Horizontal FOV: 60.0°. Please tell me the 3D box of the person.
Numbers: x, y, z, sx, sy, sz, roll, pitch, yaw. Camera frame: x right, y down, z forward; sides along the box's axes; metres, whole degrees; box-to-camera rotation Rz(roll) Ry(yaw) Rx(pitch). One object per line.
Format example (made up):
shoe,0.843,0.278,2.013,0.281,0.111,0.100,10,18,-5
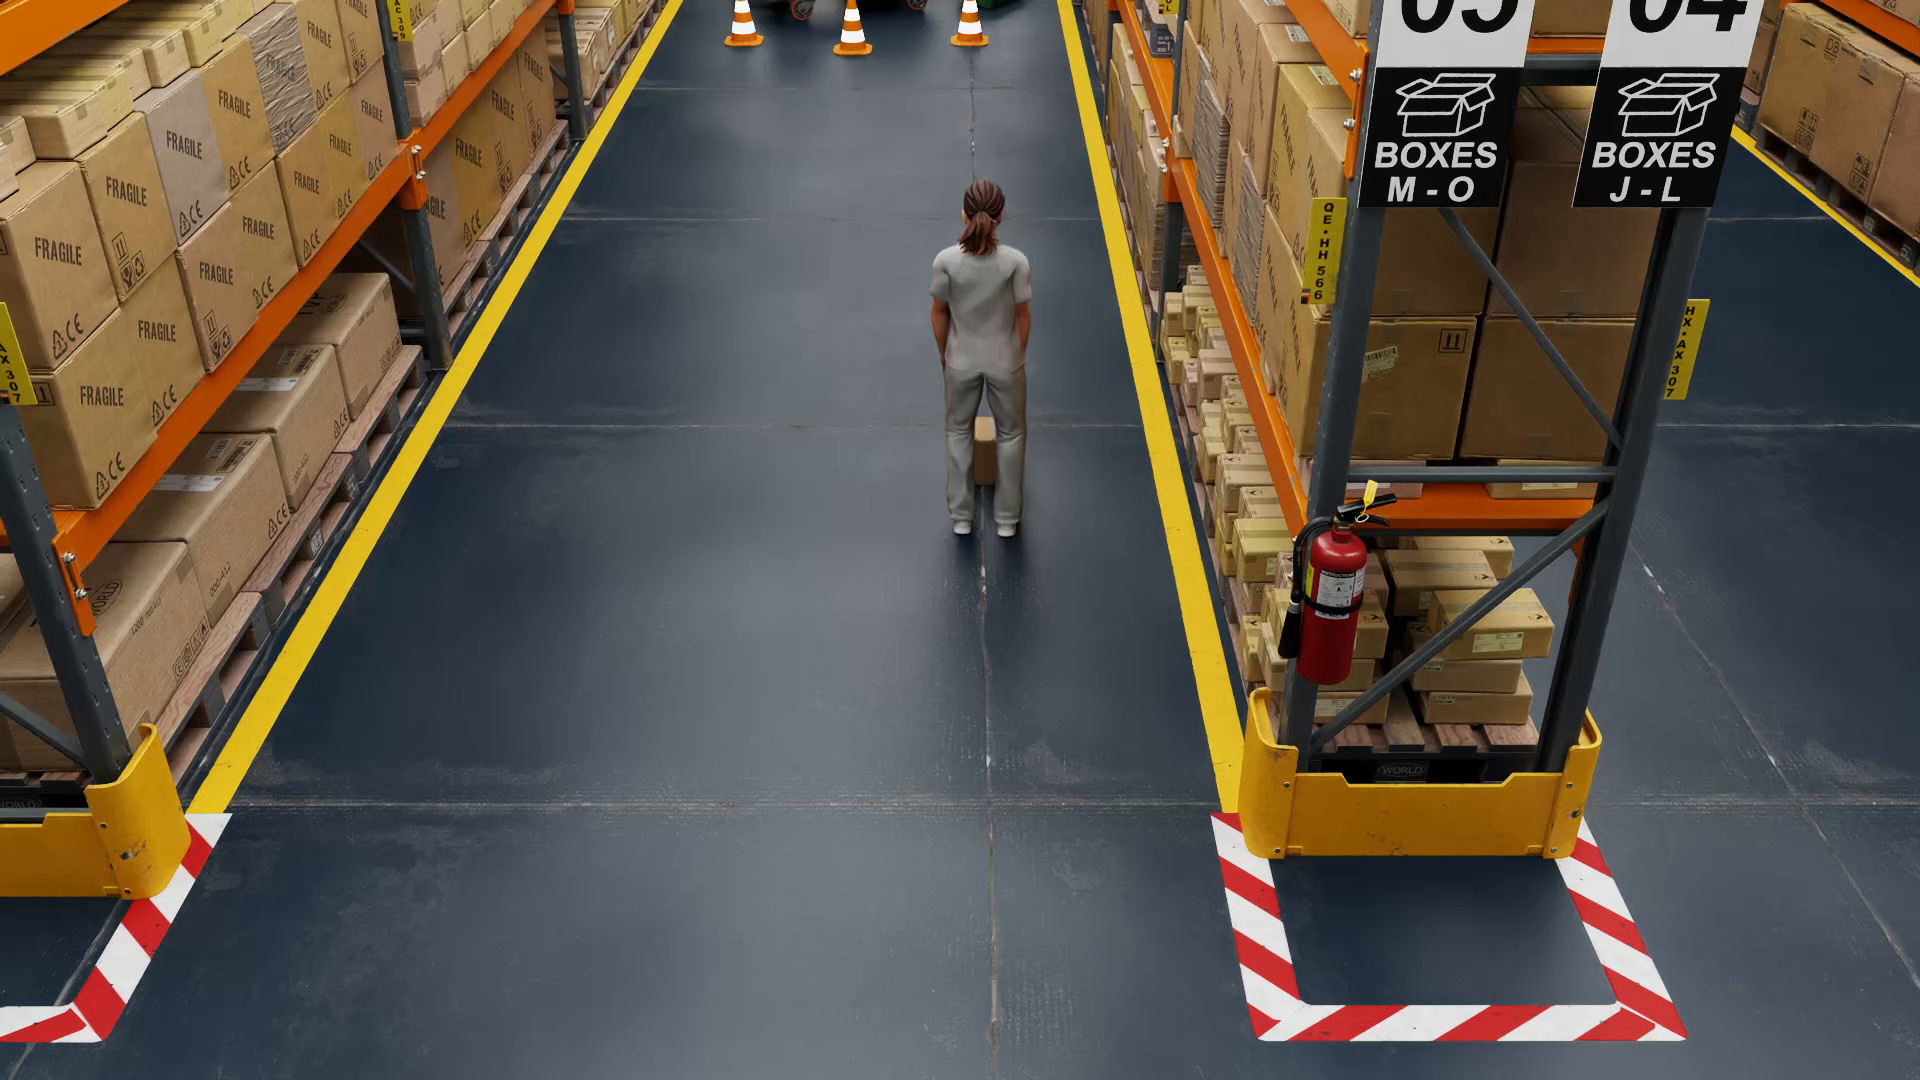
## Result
person,0.093,-0.786,7.436,0.451,1.657,0.350,4,32,6
